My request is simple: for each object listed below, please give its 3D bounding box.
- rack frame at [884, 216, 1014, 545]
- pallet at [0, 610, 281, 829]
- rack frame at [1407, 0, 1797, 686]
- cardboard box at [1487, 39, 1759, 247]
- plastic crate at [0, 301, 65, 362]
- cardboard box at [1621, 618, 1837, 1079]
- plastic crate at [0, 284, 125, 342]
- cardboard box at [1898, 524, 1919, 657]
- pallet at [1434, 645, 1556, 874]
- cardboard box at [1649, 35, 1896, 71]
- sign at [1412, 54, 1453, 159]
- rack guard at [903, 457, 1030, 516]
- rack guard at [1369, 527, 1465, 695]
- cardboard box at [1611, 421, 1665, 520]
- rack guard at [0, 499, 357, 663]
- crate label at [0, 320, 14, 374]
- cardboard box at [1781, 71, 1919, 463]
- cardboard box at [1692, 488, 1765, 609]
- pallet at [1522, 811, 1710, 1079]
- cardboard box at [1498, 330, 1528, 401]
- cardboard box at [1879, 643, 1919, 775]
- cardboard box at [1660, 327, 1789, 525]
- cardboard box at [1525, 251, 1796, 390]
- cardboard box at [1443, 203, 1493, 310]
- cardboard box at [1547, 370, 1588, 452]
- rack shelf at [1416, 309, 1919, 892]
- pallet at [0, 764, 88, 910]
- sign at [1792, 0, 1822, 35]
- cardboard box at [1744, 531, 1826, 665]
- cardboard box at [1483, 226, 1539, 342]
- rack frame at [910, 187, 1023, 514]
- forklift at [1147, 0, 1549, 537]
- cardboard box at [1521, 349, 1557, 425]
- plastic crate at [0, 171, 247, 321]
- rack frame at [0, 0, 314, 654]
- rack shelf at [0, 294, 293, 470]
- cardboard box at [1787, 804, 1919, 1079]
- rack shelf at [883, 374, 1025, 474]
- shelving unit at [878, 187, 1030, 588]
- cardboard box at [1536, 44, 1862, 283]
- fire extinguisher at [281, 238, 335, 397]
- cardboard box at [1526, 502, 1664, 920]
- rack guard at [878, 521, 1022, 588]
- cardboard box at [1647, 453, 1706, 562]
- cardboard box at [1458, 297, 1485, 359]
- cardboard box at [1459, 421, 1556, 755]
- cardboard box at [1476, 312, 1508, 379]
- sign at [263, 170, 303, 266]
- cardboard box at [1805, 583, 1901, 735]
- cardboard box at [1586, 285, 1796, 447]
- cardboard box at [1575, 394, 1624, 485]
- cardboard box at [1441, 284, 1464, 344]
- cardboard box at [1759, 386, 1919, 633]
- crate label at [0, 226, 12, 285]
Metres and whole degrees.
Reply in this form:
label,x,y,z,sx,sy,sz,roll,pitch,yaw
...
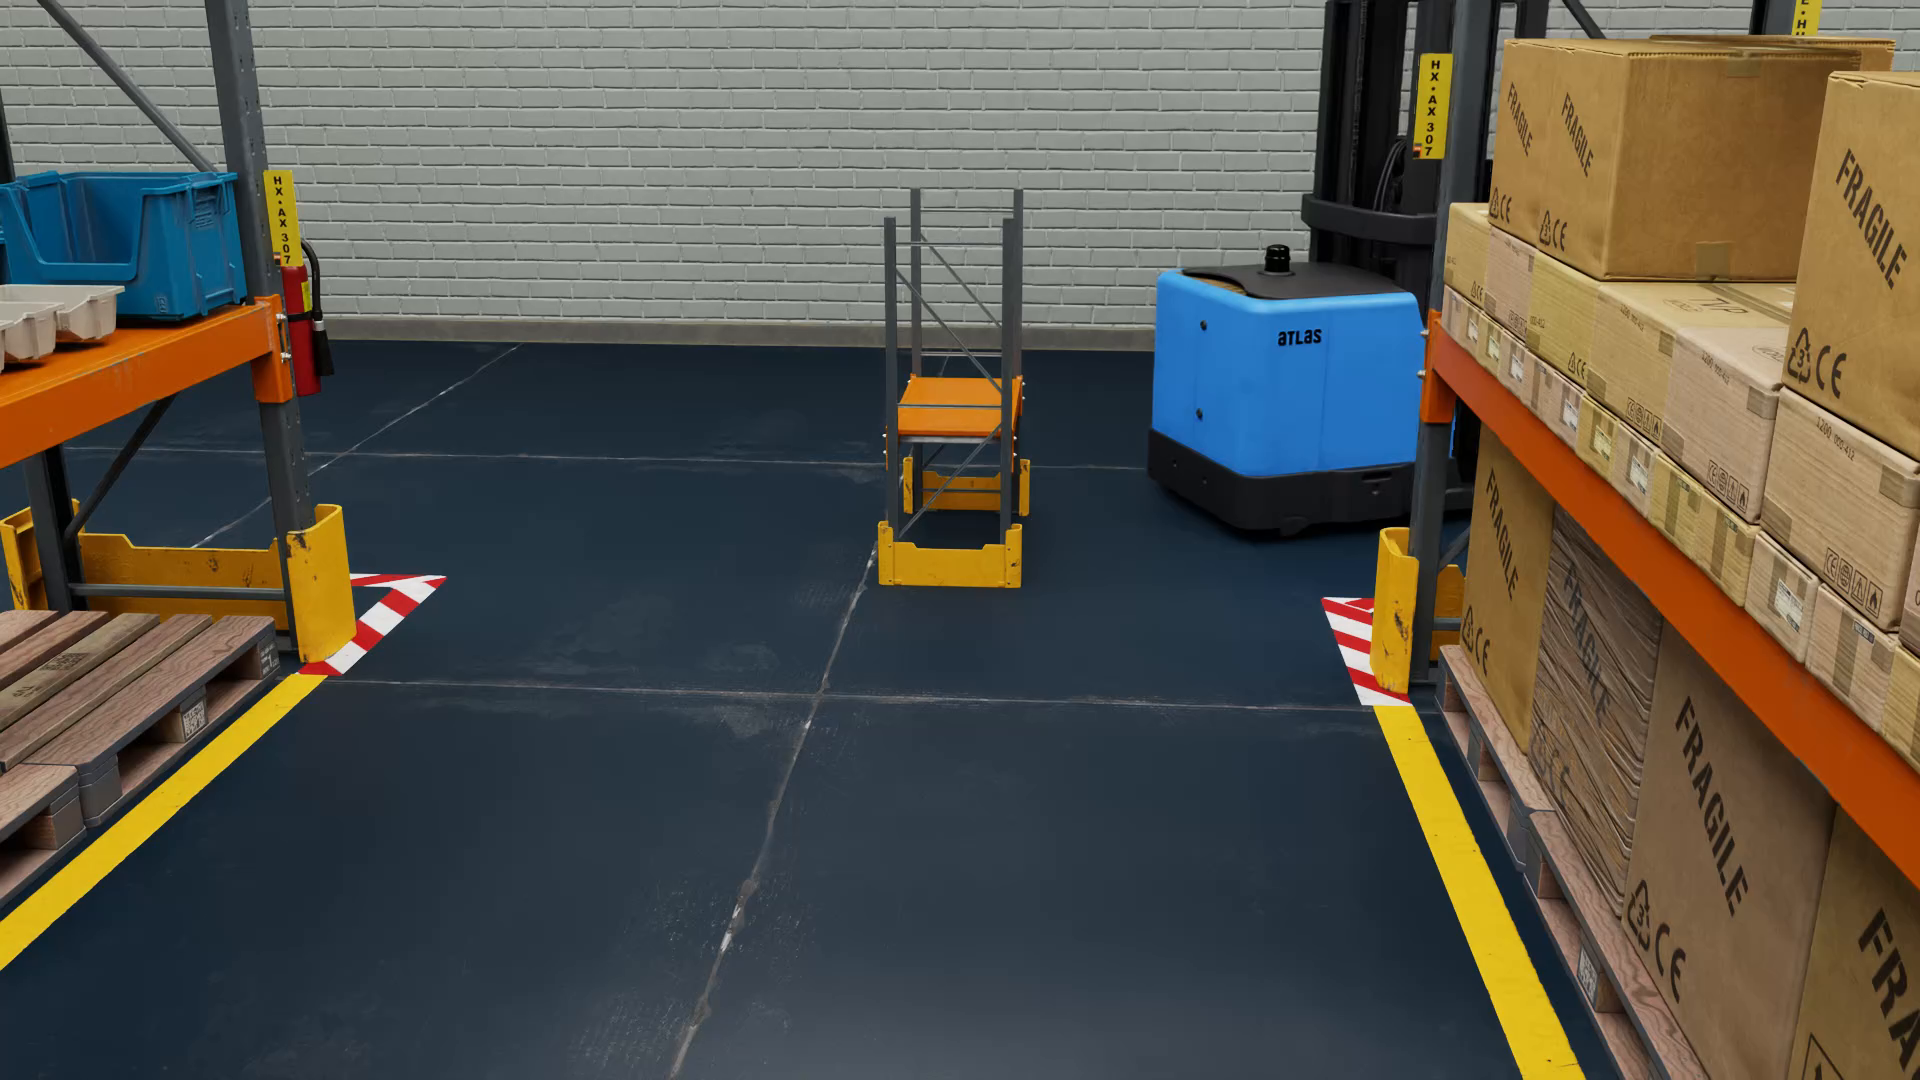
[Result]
label,x,y,z,sx,sy,sz,roll,pitch,yaw
rack frame,-0.043,-0.528,6.627,0.500,1.500,0.032,1,18,4
pallet,-2.973,0.546,5.416,1.003,0.211,1.213,1,18,4
rack frame,2.065,-0.923,5.424,1.000,3.000,0.127,1,18,4
cardboard box,1.726,-1.051,4.373,0.500,0.500,0.500,1,18,3
plastic crate,-2.788,-0.590,4.734,0.396,0.136,0.243,1,18,4
cardboard box,1.970,0.646,3.371,0.875,0.875,0.875,1,18,4
plastic crate,-2.753,-0.680,5.008,0.396,0.136,0.243,1,18,4
cardboard box,1.548,0.106,2.046,0.500,0.250,0.500,1,18,3
pallet,2.086,0.652,5.095,1.003,0.211,1.213,1,18,4
cardboard box,2.293,-1.193,4.804,0.500,0.500,0.500,2,18,5
sign,1.512,-1.387,5.320,0.100,0.325,0.005,1,18,4
rack guard,0.030,-0.250,7.784,0.587,0.250,0.087,1,18,4
rack guard,2.067,0.257,5.836,1.175,0.500,0.348,1,18,4
cardboard box,1.585,-0.142,3.442,0.380,0.149,0.250,2,18,5
rack guard,-2.886,0.146,6.174,1.175,0.500,0.348,1,18,4
crate label,-2.784,-0.503,4.468,0.396,0.136,0.243,1,18,4
cardboard box,1.585,-0.412,2.421,0.500,0.500,0.500,1,18,4
cardboard box,1.547,0.017,2.958,0.380,0.149,0.250,2,18,5
pallet,1.996,1.030,3.941,1.003,0.211,1.213,1,18,4
cardboard box,1.658,-0.461,4.416,0.380,0.149,0.250,1,18,3
cardboard box,1.492,0.256,2.227,0.380,0.149,0.250,2,18,5
cardboard box,1.620,-0.213,3.020,0.500,0.250,0.500,2,18,5
cardboard box,1.691,-0.533,3.995,0.500,0.250,0.500,1,18,2
cardboard box,1.762,-0.850,4.964,0.500,0.250,0.500,1,18,2
cardboard box,1.621,-0.302,3.930,0.380,0.149,0.250,1,18,3
rack shelf,1.922,0.040,3.640,1.077,0.370,4.000,1,18,4
pallet,-3.063,0.924,4.263,1.003,0.211,1.213,1,18,4
sign,2.606,-1.570,5.156,0.100,0.325,0.005,1,18,4
cardboard box,1.529,0.097,2.714,0.380,0.149,0.250,2,18,5
cardboard box,1.731,-0.689,4.471,0.500,0.250,0.500,1,18,3
rack frame,0.030,-0.844,7.590,0.500,1.500,0.032,1,18,4
forklift,2.493,-1.670,7.813,3.031,2.935,1.130,-6,19,-19
cardboard box,1.639,-0.382,4.175,0.380,0.149,0.250,1,18,3
plastic crate,-2.713,-0.971,5.416,0.616,0.435,0.499,1,18,4
rack frame,-2.875,-1.034,5.761,1.000,3.000,0.127,1,18,4
rack shelf,-3.018,-0.071,3.977,1.077,0.370,4.000,1,18,4
cardboard box,1.906,0.926,2.518,0.875,0.875,0.875,1,18,4
rack shelf,-0.006,-0.515,7.165,0.538,0.185,1.000,1,18,4
shelving unit,-0.005,-0.689,7.117,0.587,1.500,1.083,1,18,4
cardboard box,1.695,-0.890,3.882,0.500,0.500,0.500,1,18,2
fire extinguisher,-2.411,-0.857,5.943,0.296,0.674,0.183,1,18,4
cardboard box,2.034,0.370,4.214,0.875,0.875,0.875,1,18,4
rack guard,-0.041,0.060,6.840,0.587,0.250,0.087,1,18,4
cardboard box,1.565,-0.063,3.201,0.380,0.149,0.250,1,18,3
cardboard box,1.694,-0.621,4.905,0.380,0.149,0.250,1,18,3
cardboard box,2.099,0.087,5.077,0.875,0.875,0.875,1,18,4
cardboard box,1.676,-0.542,4.663,0.380,0.149,0.250,1,18,3
sign,-2.325,-1.104,5.714,0.100,0.325,0.005,1,18,4
cardboard box,1.510,0.177,2.470,0.380,0.149,0.250,1,18,3
cardboard box,1.659,-0.371,3.500,0.500,0.250,0.500,1,18,3
cardboard box,1.602,-0.223,3.691,0.380,0.149,0.250,1,18,3
cardboard box,1.711,-0.701,5.149,0.380,0.149,0.250,1,18,5
cardboard box,1.583,-0.055,2.536,0.500,0.250,0.500,2,18,6
crate label,-3.221,-0.914,5.566,0.416,0.233,0.303,1,18,4
